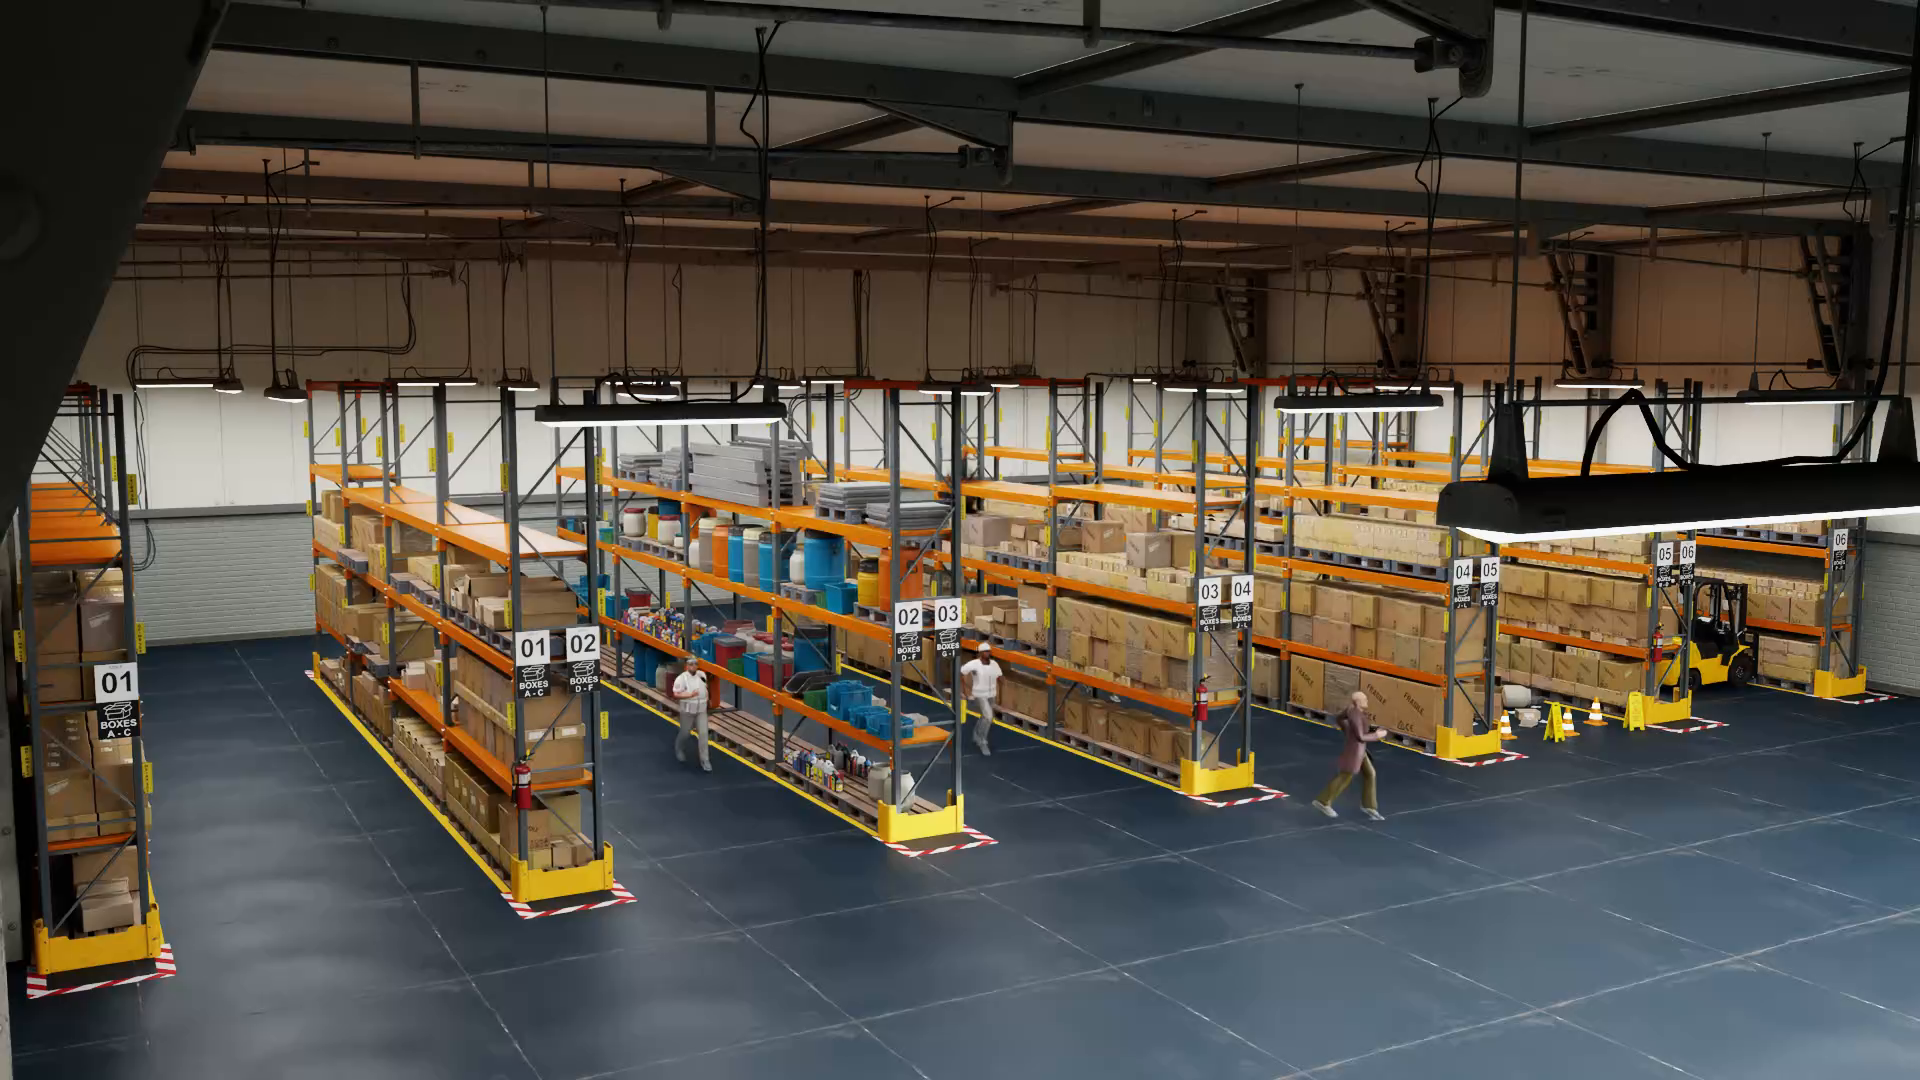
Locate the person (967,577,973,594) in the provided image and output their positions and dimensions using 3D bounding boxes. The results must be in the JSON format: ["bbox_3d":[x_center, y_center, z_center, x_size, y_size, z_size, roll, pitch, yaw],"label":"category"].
[{"bbox_3d":[0.116,1.064,41.990,0.588,1.649,0.626,-5,8,-39],"label":"person"}]

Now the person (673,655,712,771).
[{"bbox_3d":[-4.175,2.663,26.034,0.662,1.763,0.987,-4,7,-30],"label":"person"}]

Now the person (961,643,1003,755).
[{"bbox_3d":[0.401,2.579,27.099,0.670,1.828,0.757,-5,8,-39],"label":"person"}]

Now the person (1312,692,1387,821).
[{"bbox_3d":[5.408,3.001,23.060,0.990,1.836,0.705,1,6,13],"label":"person"}]

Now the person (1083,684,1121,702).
[{"bbox_3d":[2.672,2.206,31.208,0.540,1.597,0.879,-5,8,-41],"label":"person"}]
